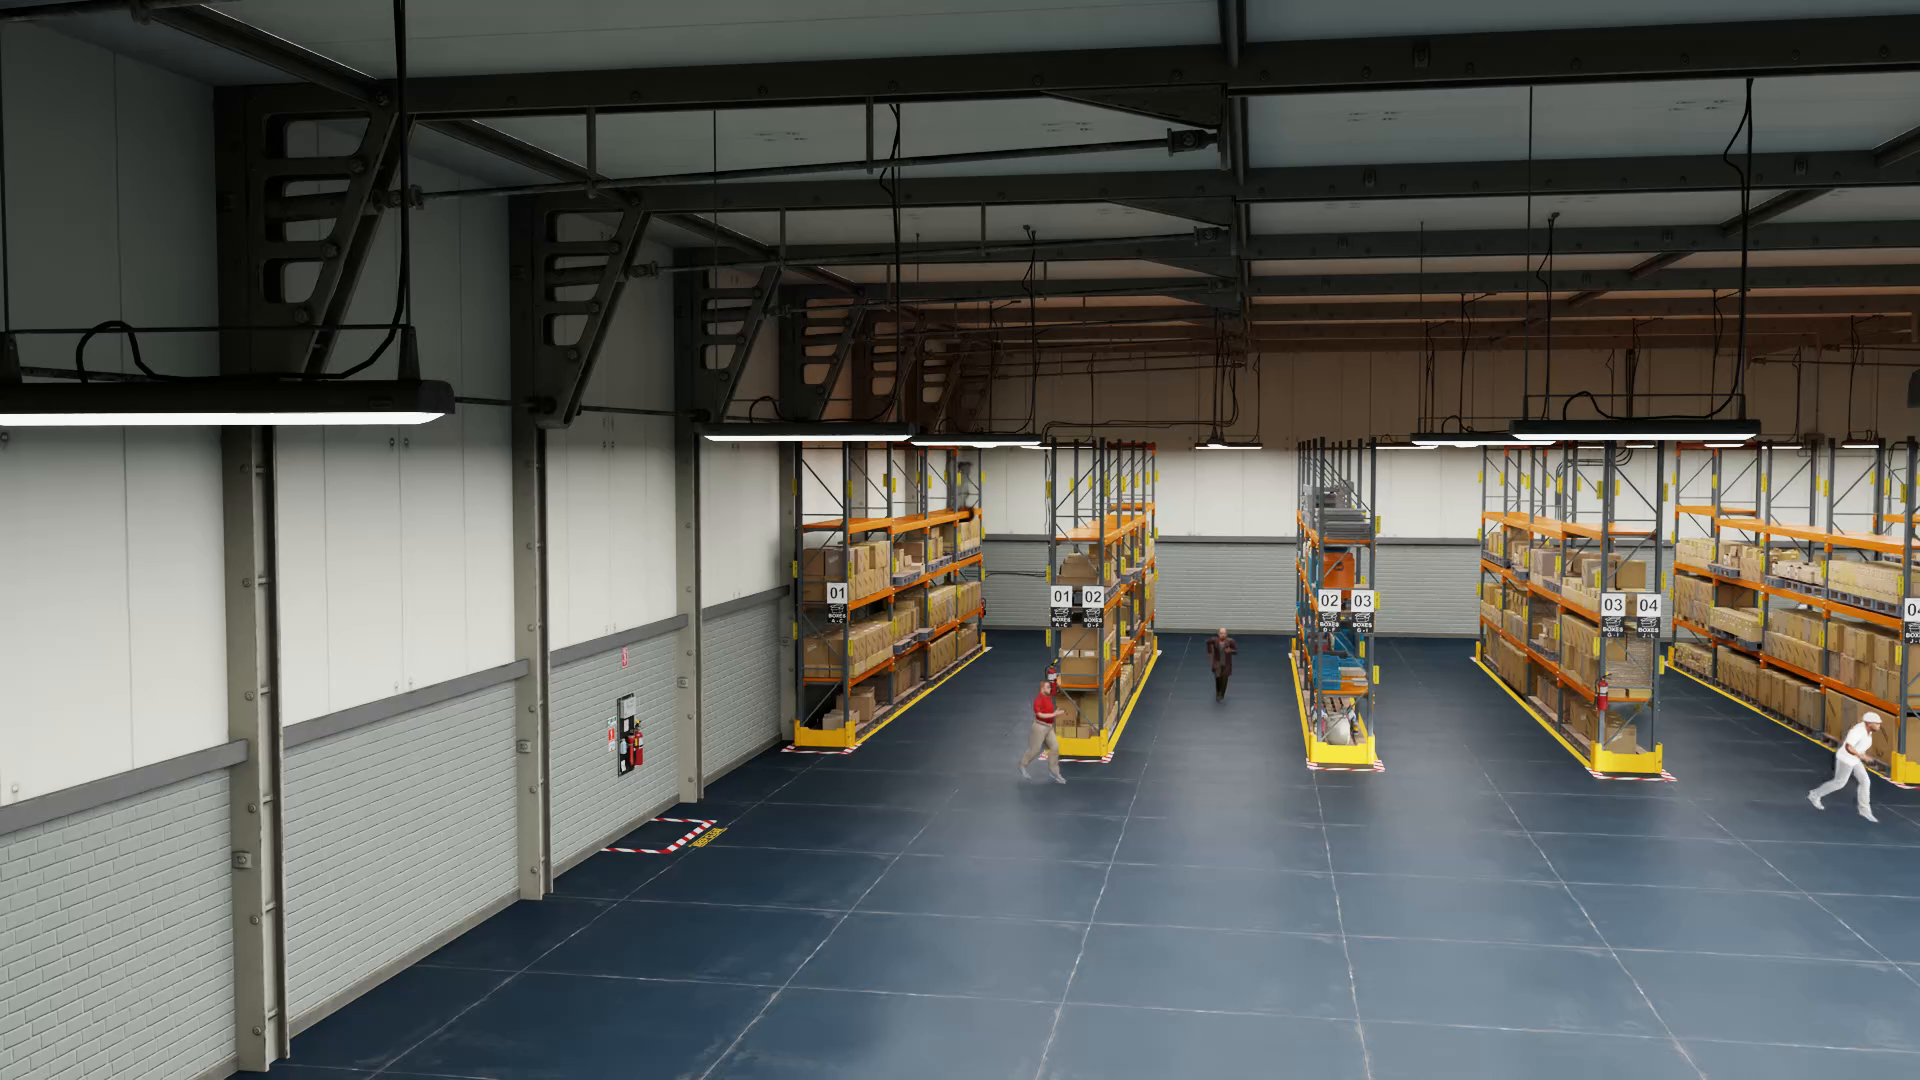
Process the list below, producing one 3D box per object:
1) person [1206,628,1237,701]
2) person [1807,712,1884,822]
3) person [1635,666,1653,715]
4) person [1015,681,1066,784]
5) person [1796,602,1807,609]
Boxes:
[{"bbox_3d":[5.960,2.846,37.866,0.690,1.706,0.923,0,3,6],"label":"person"},{"bbox_3d":[13.892,3.518,26.093,1.057,1.715,0.744,3,4,41],"label":"person"},{"bbox_3d":[14.840,2.943,36.167,0.683,1.711,0.915,0,3,6],"label":"person"},{"bbox_3d":[1.402,3.319,28.838,0.915,1.768,0.642,2,3,28],"label":"person"},{"bbox_3d":[23.625,2.404,46.713,0.743,1.750,0.475,-1,3,-14],"label":"person"}]
